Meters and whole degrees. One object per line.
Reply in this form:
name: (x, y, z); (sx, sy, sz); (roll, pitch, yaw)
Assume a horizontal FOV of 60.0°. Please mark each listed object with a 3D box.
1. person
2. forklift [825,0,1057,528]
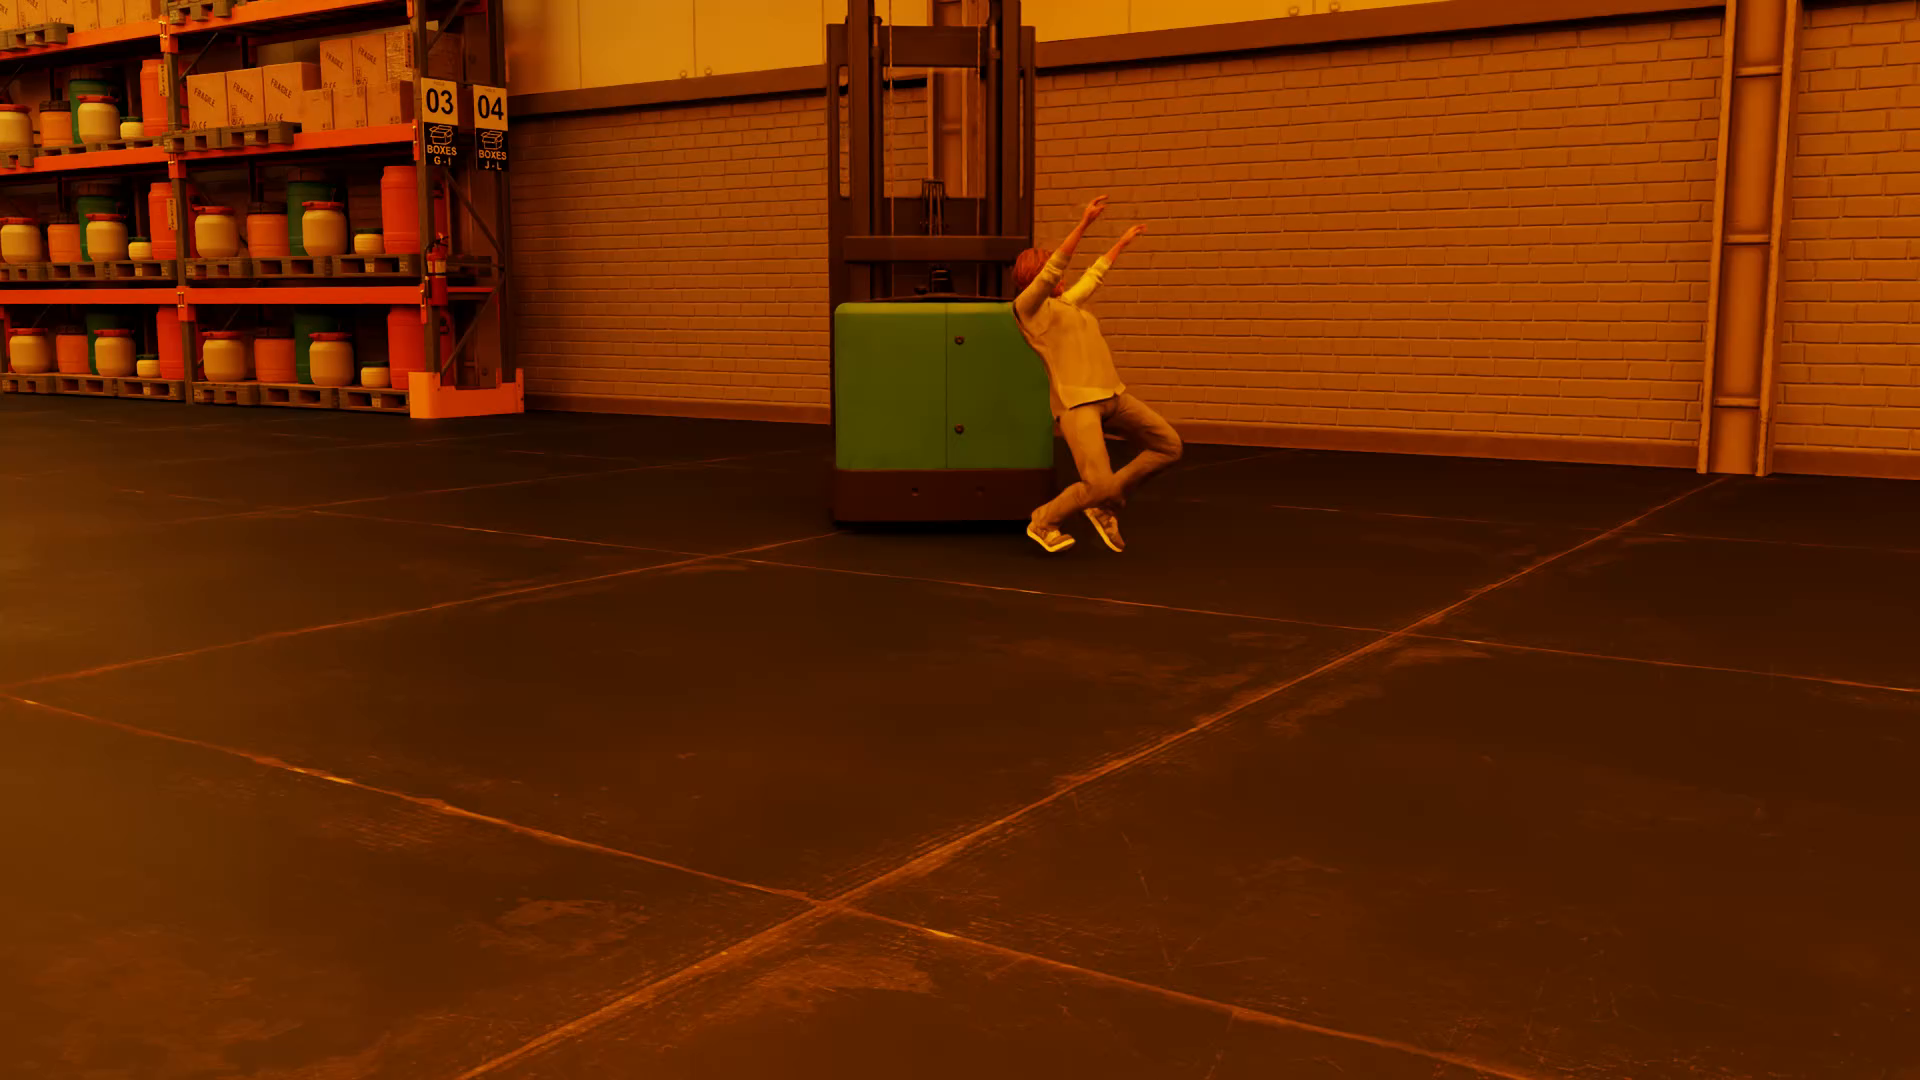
person: (0.590, -0.688, 7.099); (0.696, 1.505, 0.887); (6, 10, 35)
forklift: (-0.170, -1.681, 9.015); (1.130, 2.935, 3.031); (-1, 8, -4)
